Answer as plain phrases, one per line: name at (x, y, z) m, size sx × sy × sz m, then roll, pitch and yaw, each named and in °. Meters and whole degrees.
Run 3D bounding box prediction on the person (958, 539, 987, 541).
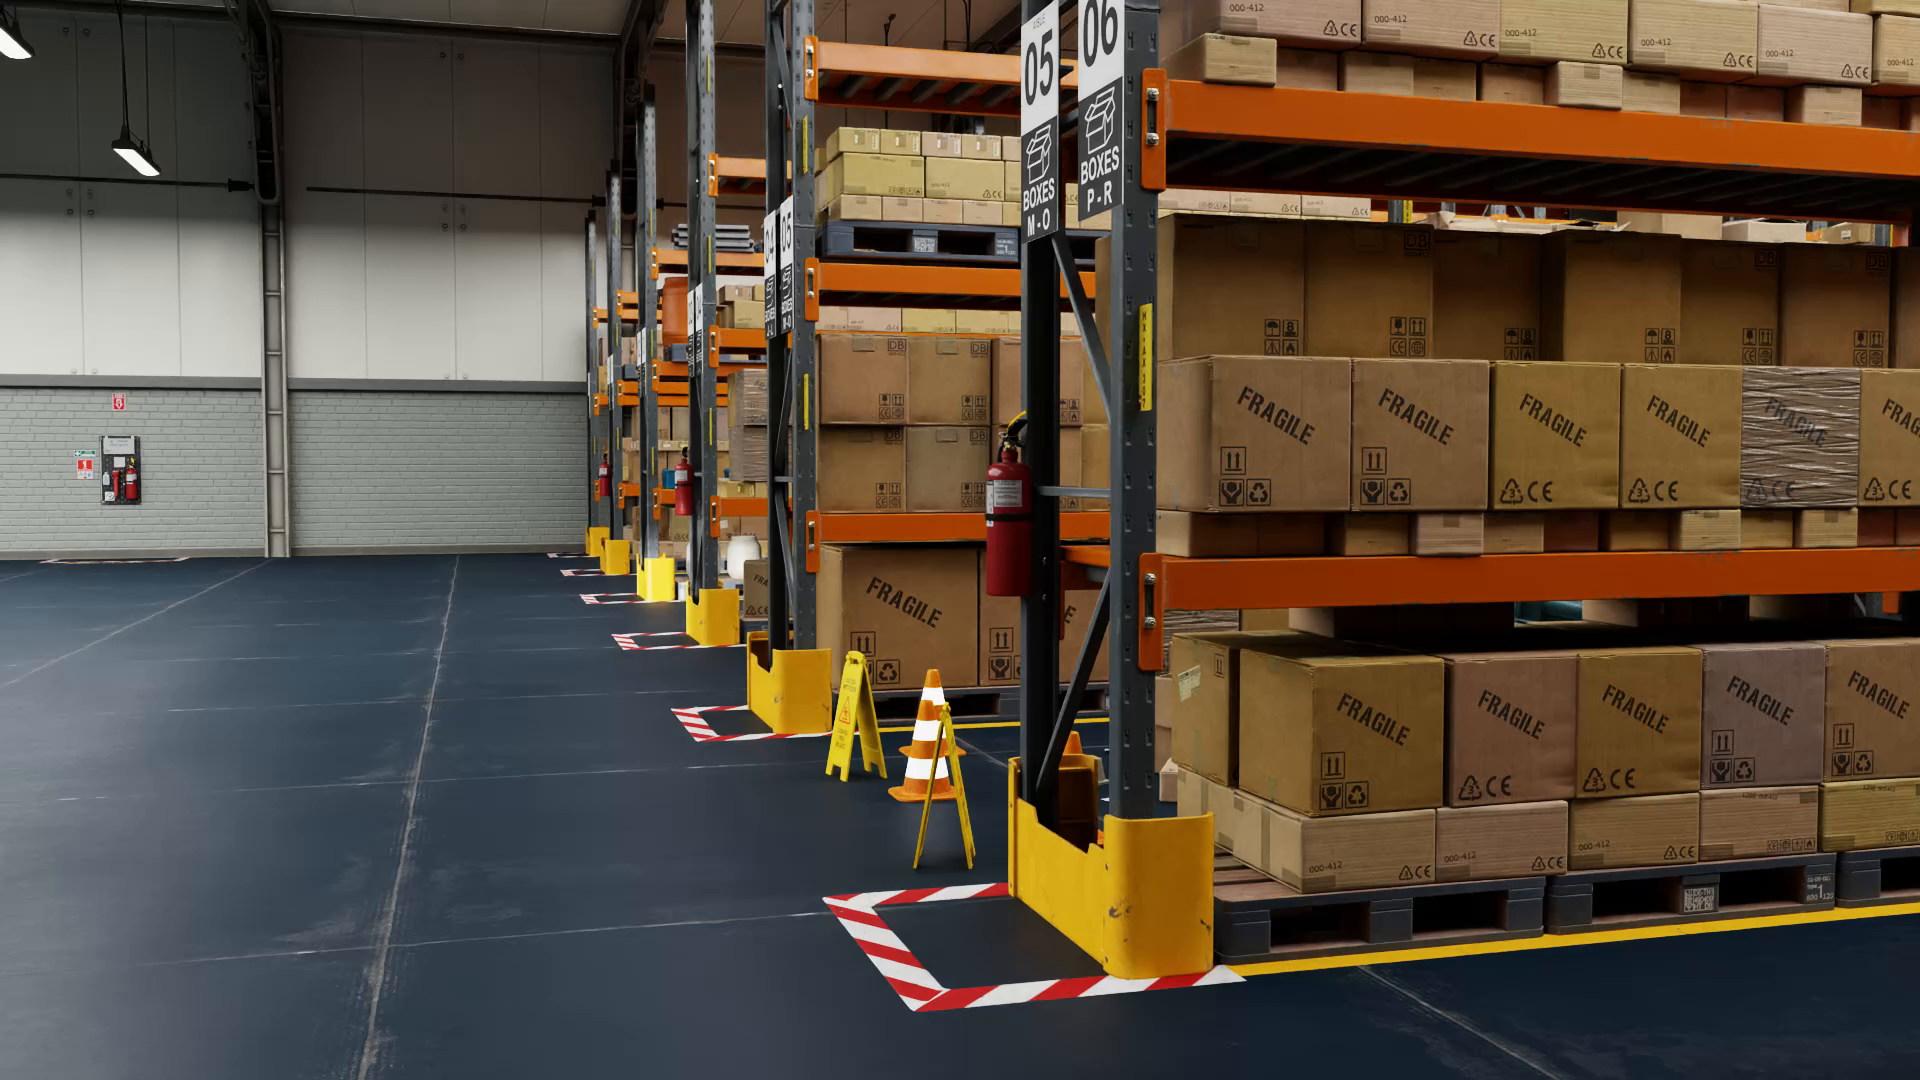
person at (0.270, -0.102, 17.878) m, size 0.563 × 1.778 × 0.553 m, roll 1°, pitch 3°, yaw 24°
